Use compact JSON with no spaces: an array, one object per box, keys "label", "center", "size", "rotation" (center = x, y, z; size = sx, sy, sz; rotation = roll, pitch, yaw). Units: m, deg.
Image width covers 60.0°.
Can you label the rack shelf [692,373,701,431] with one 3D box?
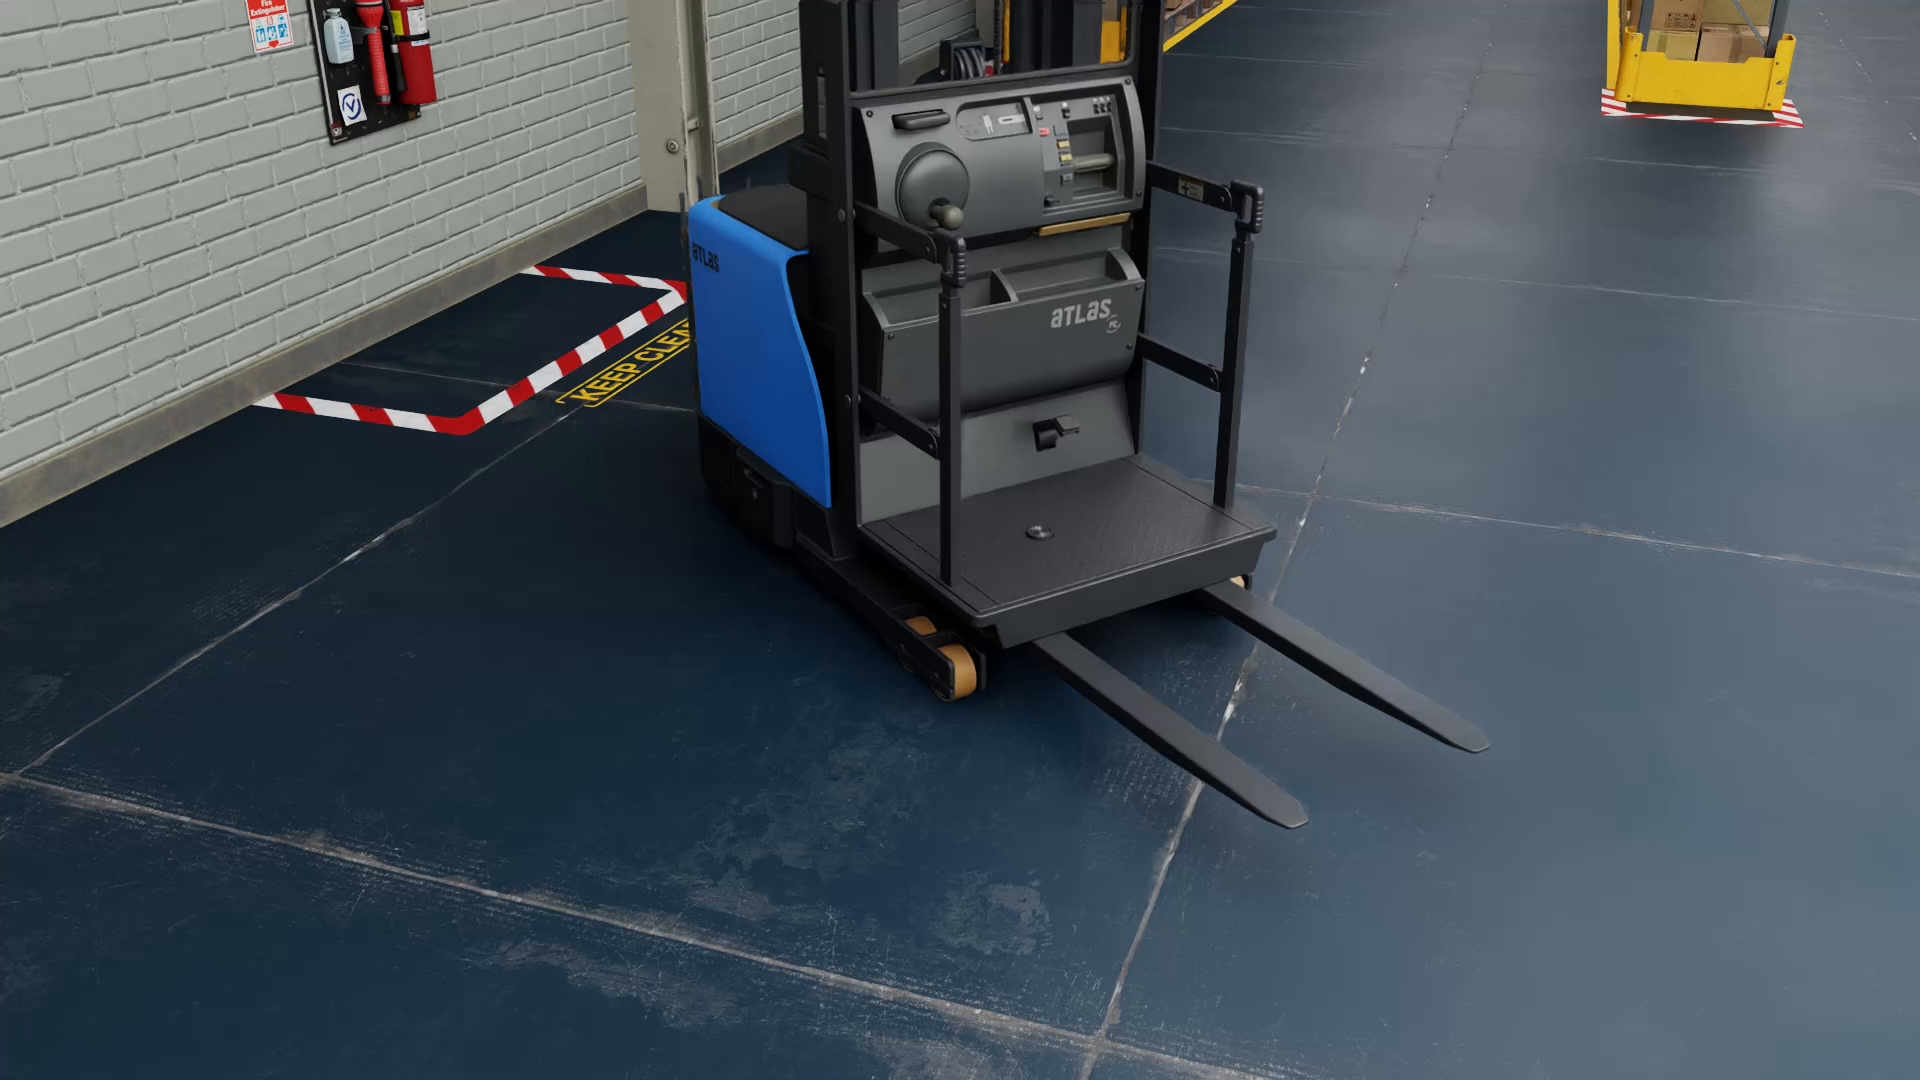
[{"label":"rack shelf","center":[-0.877,-0.541,6.324],"size":[0.215,0.259,0.240],"rotation":[3,26,6]}]

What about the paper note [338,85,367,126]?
[{"label":"paper note","center":[-2.636,-1.886,7.214],"size":[0.016,0.148,0.142],"rotation":[9,27,17]}]

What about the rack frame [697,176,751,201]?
[{"label":"rack frame","center":[-0.863,-0.854,6.308],"size":[0.200,1.050,0.008],"rotation":[3,26,6]}]

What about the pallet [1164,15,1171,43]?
[{"label":"pallet","center":[1.255,-4.513,14.828],"size":[1.003,0.211,1.213],"rotation":[9,27,17]}]

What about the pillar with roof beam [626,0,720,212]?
[{"label":"pillar with roof beam","center":[2.406,-5.431,6.641],"size":[9.100,9.000,0.400],"rotation":[9,27,17]}]

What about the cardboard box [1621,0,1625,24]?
[{"label":"cardboard box","center":[6.147,-4.730,14.751],"size":[0.500,0.250,0.500],"rotation":[9,27,17]}]

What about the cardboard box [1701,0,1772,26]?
[{"label":"cardboard box","center":[6.151,-4.374,13.154],"size":[0.500,0.500,0.500],"rotation":[9,27,17]}]

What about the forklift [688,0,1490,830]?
[{"label":"forklift","center":[0.254,-1.087,4.631],"size":[1.130,2.935,3.031],"rotation":[-15,30,-28]}]

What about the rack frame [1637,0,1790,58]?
[{"label":"rack frame","center":[5.599,-4.691,11.996],"size":[1.000,3.000,0.127],"rotation":[9,27,17]}]

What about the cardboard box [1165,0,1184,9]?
[{"label":"cardboard box","center":[1.722,-5.281,15.578],"size":[0.700,0.500,0.500],"rotation":[7,27,14]}]

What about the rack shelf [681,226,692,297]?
[{"label":"rack shelf","center":[-0.877,-1.047,6.080],"size":[0.215,0.259,0.240],"rotation":[3,26,6]}]

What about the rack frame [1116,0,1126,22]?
[{"label":"rack frame","center":[0.926,-5.408,13.477],"size":[1.000,3.000,0.127],"rotation":[9,27,17]}]

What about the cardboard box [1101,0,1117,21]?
[{"label":"cardboard box","center":[1.241,-4.667,14.527],"size":[0.500,0.311,0.500],"rotation":[6,26,12]}]

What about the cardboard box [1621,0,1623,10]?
[{"label":"cardboard box","center":[6.318,-4.935,15.174],"size":[0.500,0.250,0.500],"rotation":[9,27,17]}]

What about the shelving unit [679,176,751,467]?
[{"label":"shelving unit","center":[-0.877,-0.801,6.199],"size":[0.215,1.050,0.252],"rotation":[3,26,6]}]

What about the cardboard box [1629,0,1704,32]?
[{"label":"cardboard box","center":[5.496,-4.243,12.885],"size":[0.500,0.500,0.500],"rotation":[9,27,17]}]

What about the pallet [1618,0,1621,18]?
[{"label":"pallet","center":[7.138,-5.388,16.636],"size":[1.003,0.211,1.213],"rotation":[9,27,17]}]

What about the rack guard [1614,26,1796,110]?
[{"label":"rack guard","center":[5.591,-3.556,12.521],"size":[1.175,0.500,0.348],"rotation":[9,27,17]}]

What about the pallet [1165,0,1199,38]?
[{"label":"pallet","center":[1.663,-5.012,15.860],"size":[1.003,0.211,1.213],"rotation":[9,27,17]}]

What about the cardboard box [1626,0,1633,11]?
[{"label":"cardboard box","center":[5.815,-4.657,13.738],"size":[0.500,0.500,0.500],"rotation":[9,27,17]}]

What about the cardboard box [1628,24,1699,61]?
[{"label":"cardboard box","center":[5.498,-3.906,13.048],"size":[0.500,0.250,0.500],"rotation":[9,27,17]}]

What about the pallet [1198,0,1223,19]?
[{"label":"pallet","center":[2.067,-5.515,16.899],"size":[1.003,0.211,1.213],"rotation":[9,27,17]}]

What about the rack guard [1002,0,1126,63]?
[{"label":"rack guard","center":[0.951,-4.314,14.086],"size":[1.175,0.500,0.348],"rotation":[9,27,17]}]

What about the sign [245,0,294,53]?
[{"label":"sign","center":[-2.793,-2.149,6.705],"size":[0.001,0.329,0.234],"rotation":[9,27,17]}]

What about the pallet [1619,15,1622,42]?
[{"label":"pallet","center":[6.626,-4.759,15.337],"size":[1.003,0.211,1.213],"rotation":[9,27,17]}]

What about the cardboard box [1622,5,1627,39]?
[{"label":"cardboard box","center":[5.818,-4.319,13.901],"size":[0.500,0.250,0.500],"rotation":[9,27,17]}]

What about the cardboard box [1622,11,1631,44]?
[{"label":"cardboard box","center":[5.654,-4.113,13.476],"size":[0.500,0.250,0.500],"rotation":[9,27,17]}]

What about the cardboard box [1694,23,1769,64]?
[{"label":"cardboard box","center":[5.987,-3.831,12.893],"size":[0.500,0.250,0.500],"rotation":[9,27,17]}]

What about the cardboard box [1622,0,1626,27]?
[{"label":"cardboard box","center":[5.986,-4.524,14.325],"size":[0.500,0.250,0.500],"rotation":[9,27,17]}]

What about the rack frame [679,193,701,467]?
[{"label":"rack frame","center":[-0.892,-0.748,6.090],"size":[0.200,1.050,0.008],"rotation":[3,26,6]}]

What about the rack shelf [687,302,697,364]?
[{"label":"rack shelf","center":[-0.877,-0.791,6.203],"size":[0.215,0.259,0.240],"rotation":[3,26,6]}]

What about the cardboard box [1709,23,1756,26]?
[{"label":"cardboard box","center":[6.150,-4.037,13.318],"size":[0.500,0.250,0.500],"rotation":[9,27,17]}]

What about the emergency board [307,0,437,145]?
[{"label":"emergency board","center":[-2.512,-2.345,7.152],"size":[0.194,1.169,0.643],"rotation":[9,27,17]}]

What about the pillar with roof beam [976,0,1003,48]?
[{"label":"pillar with roof beam","center":[4.403,-7.897,11.733],"size":[9.100,9.000,0.400],"rotation":[9,27,17]}]

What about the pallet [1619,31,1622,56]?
[{"label":"pallet","center":[6.221,-4.256,14.298],"size":[1.003,0.211,1.213],"rotation":[9,27,17]}]
